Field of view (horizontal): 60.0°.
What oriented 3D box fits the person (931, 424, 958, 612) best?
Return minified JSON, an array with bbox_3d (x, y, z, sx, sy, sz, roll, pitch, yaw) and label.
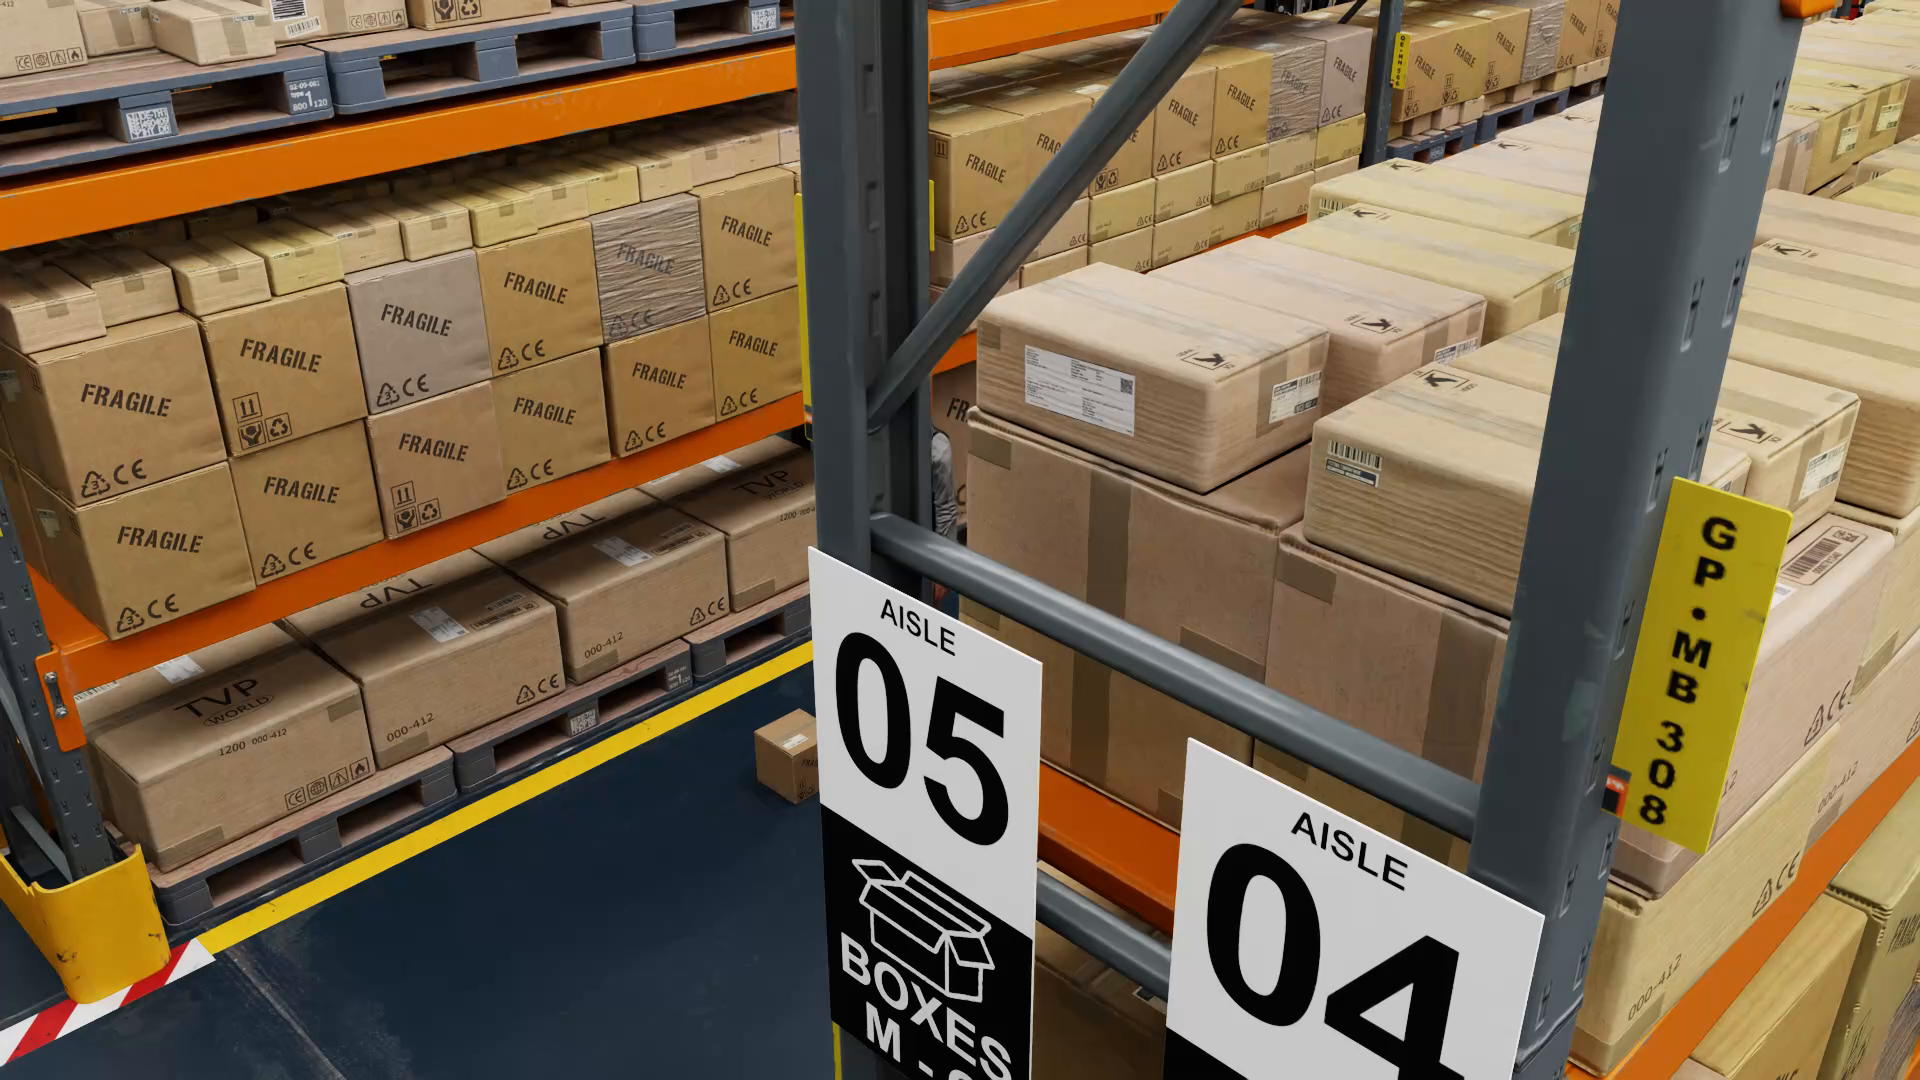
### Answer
[{"bbox_3d":[-0.280,0.086,6.950,0.549,1.730,0.393,15,31,27],"label":"person"}]
